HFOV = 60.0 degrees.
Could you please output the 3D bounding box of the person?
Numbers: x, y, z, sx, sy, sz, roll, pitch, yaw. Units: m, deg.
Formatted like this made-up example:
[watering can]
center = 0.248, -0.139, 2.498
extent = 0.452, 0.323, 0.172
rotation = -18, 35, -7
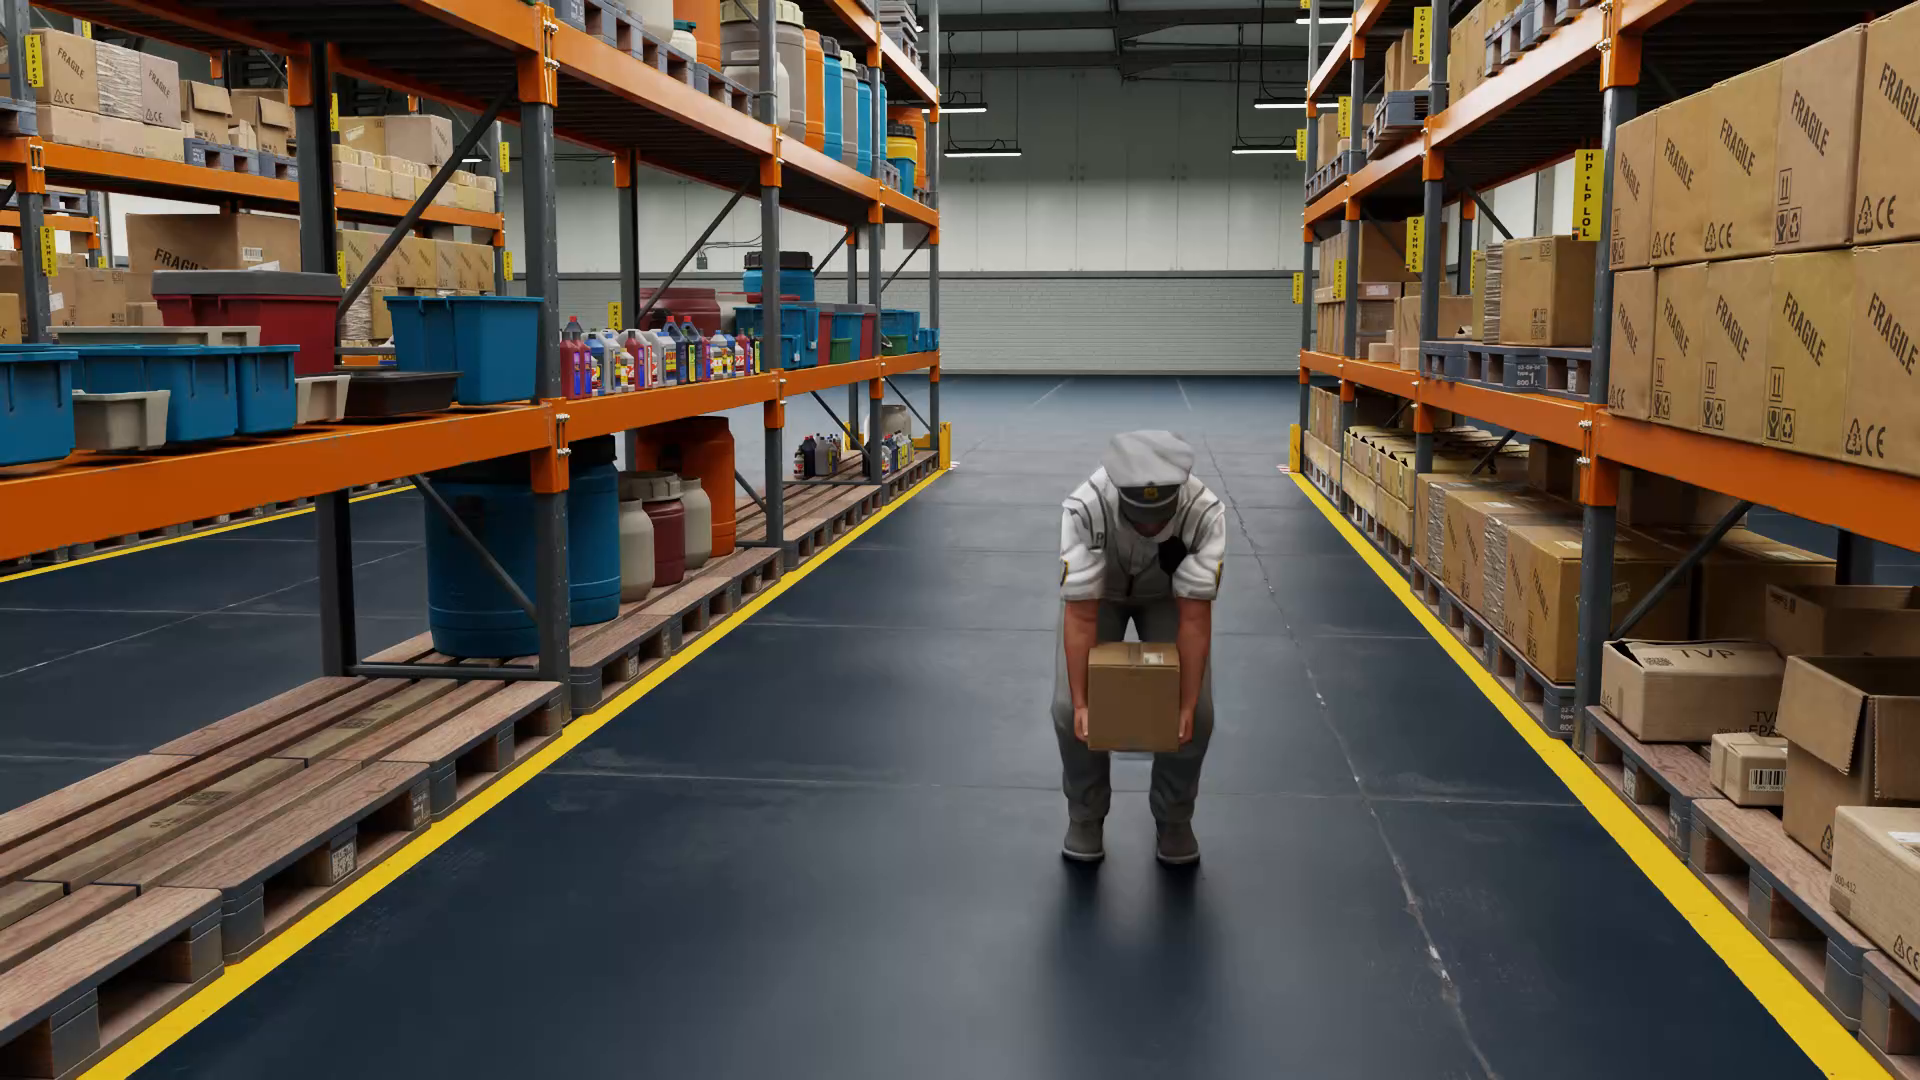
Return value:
[person]
center = 0.512, 0.328, 4.873
extent = 0.493, 1.341, 0.987
rotation = 1, 8, 4
